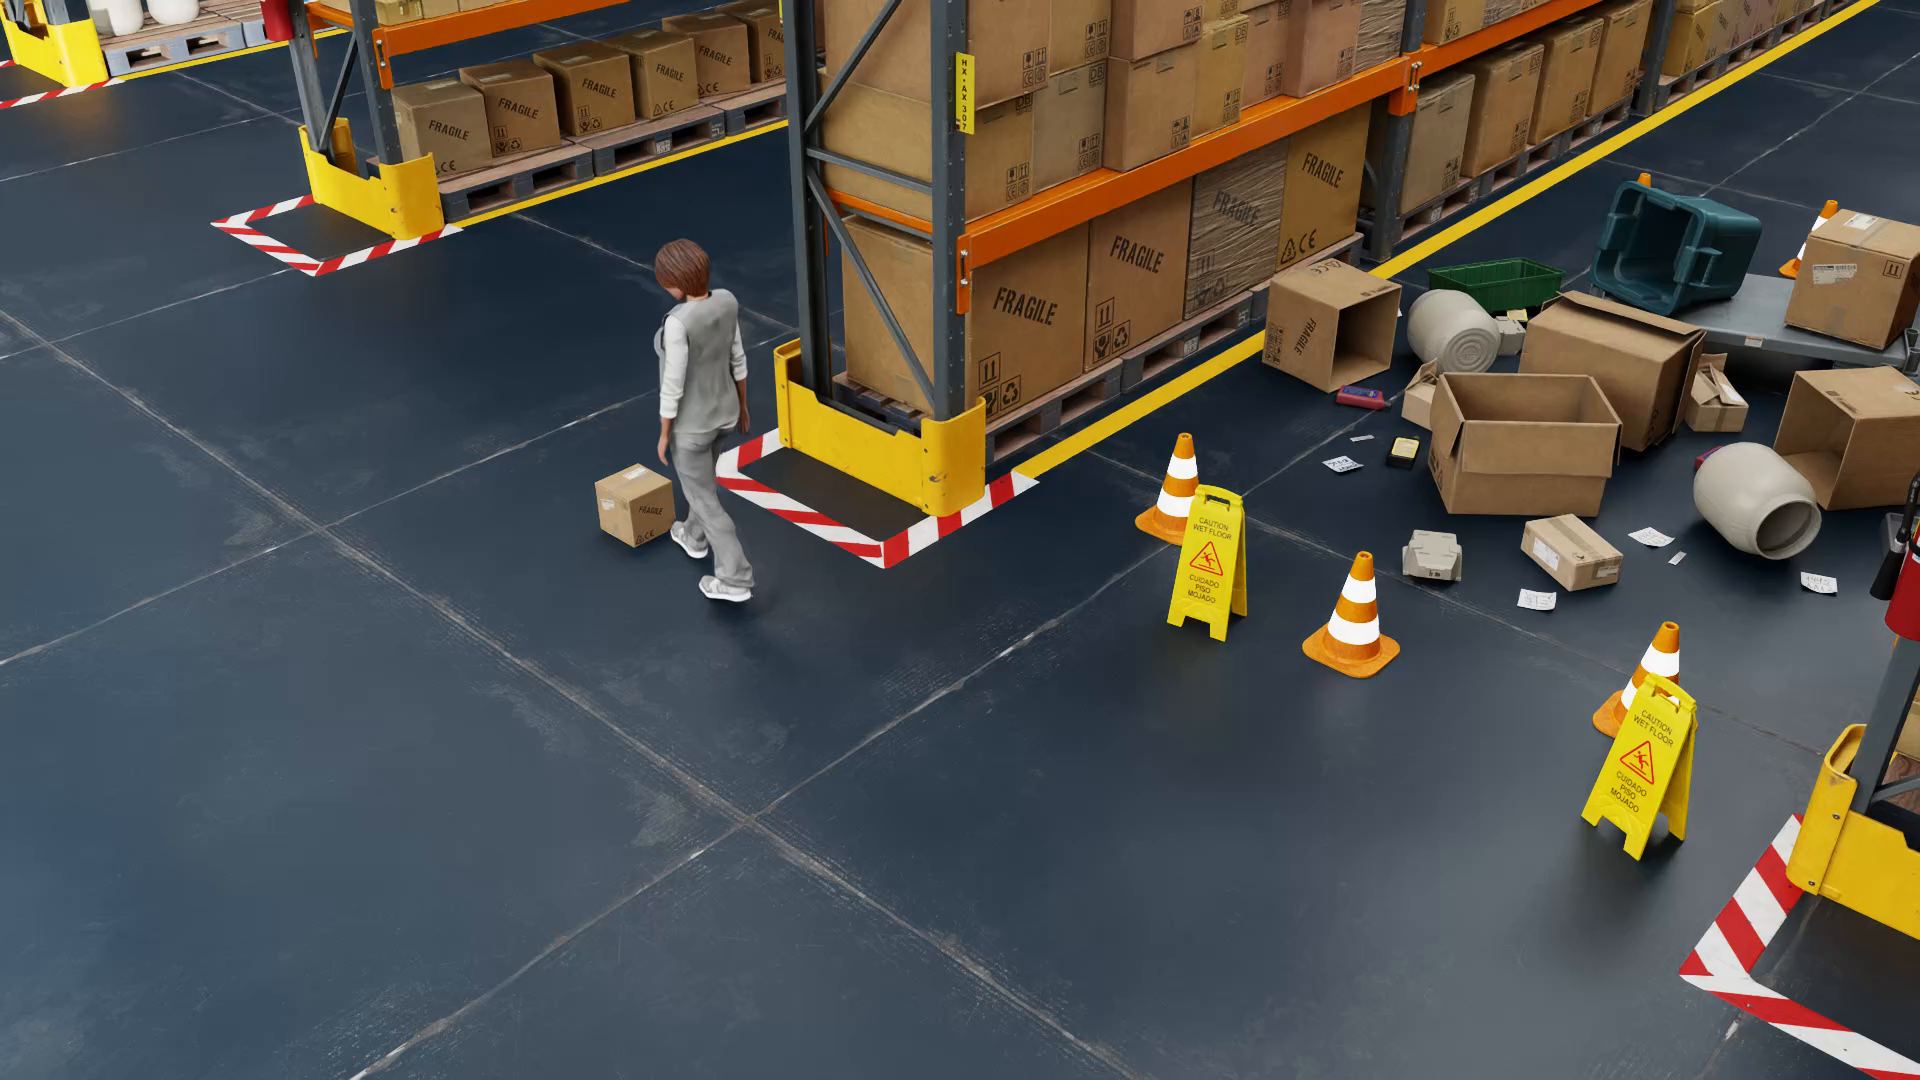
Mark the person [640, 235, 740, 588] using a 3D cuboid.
[{"bbox_3d":[-1.166,-0.527,6.985,0.684,1.561,0.445,22,38,31],"label":"person"}]
